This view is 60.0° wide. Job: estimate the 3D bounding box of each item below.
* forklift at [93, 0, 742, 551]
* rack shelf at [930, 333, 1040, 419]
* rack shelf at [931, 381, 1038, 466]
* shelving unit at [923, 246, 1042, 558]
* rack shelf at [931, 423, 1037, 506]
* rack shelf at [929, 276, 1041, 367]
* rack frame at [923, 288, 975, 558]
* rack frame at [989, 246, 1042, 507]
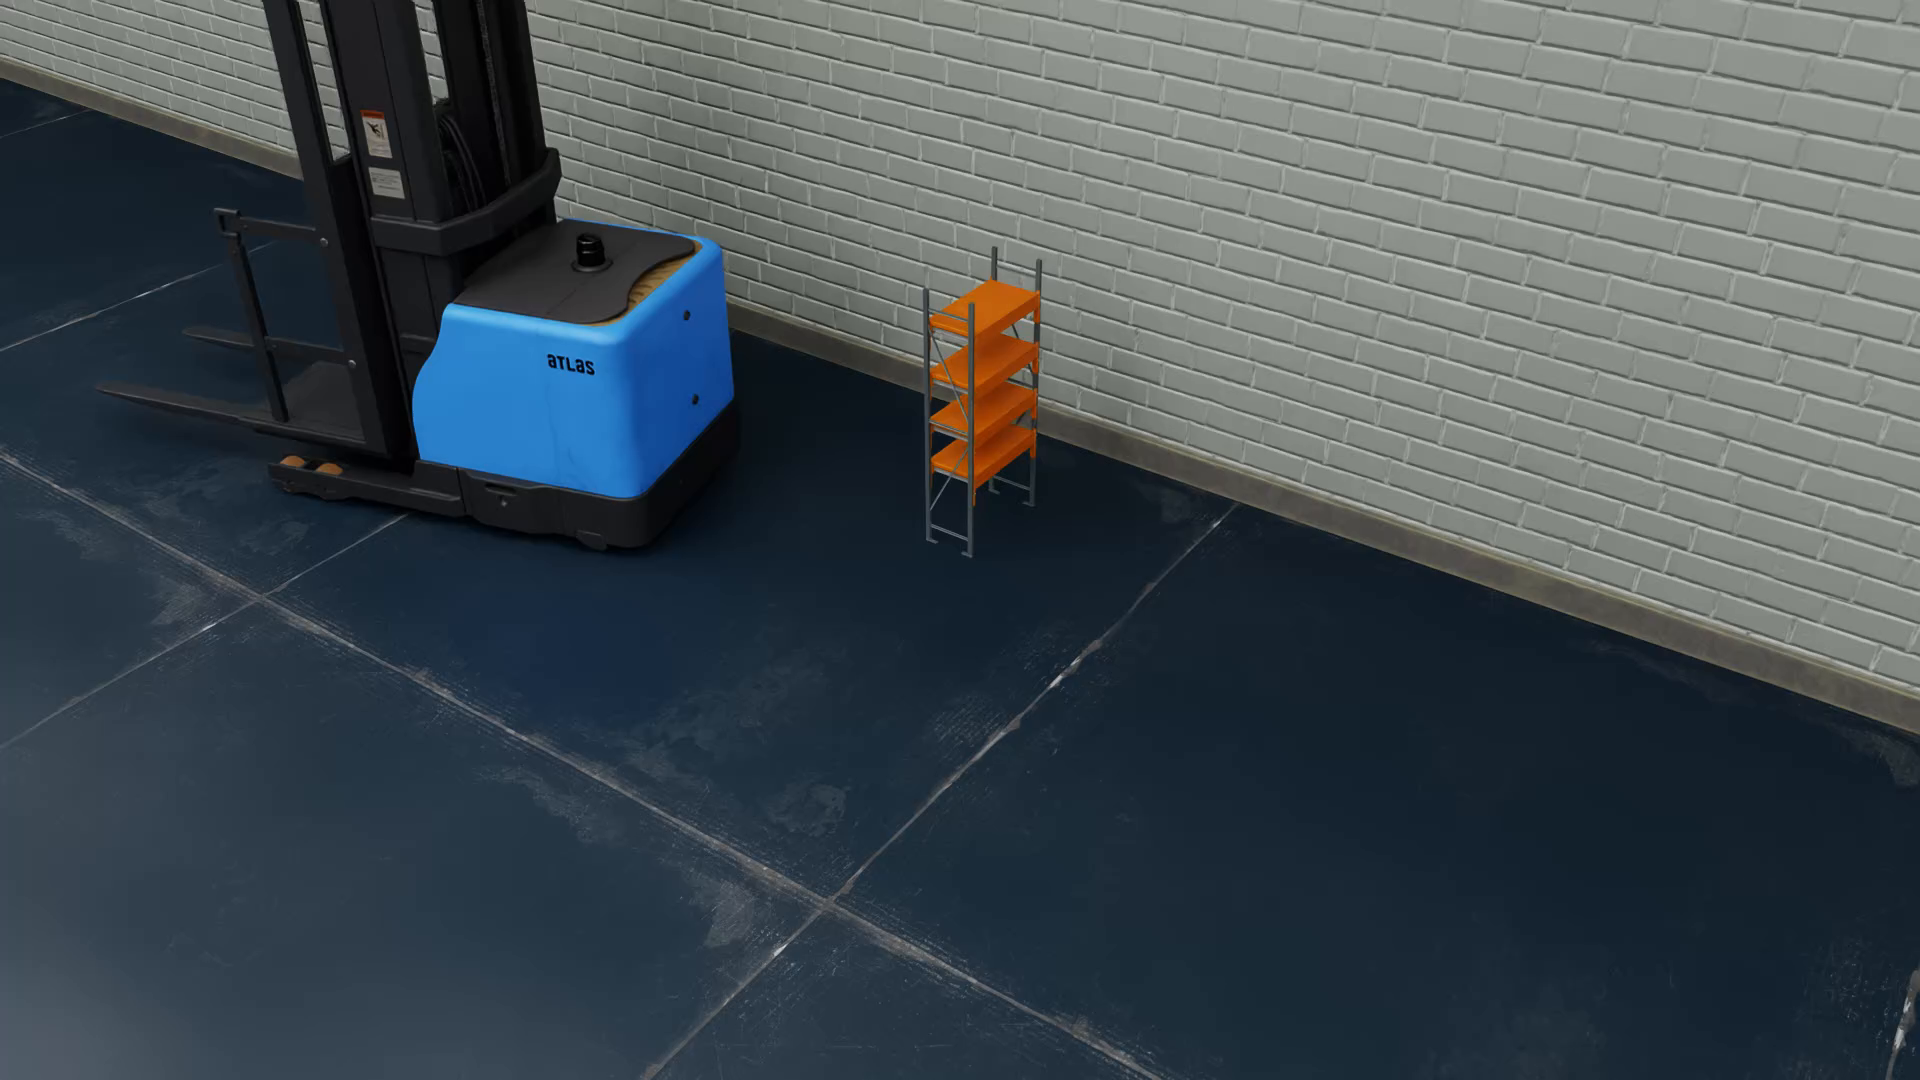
[{"bbox_3d":[-2.601,-1.659,7.087,3.031,2.935,1.130,11,36,16],"label":"forklift"},{"bbox_3d":[0.094,-0.703,6.939,0.258,0.148,0.480,21,39,28],"label":"rack shelf"},{"bbox_3d":[0.094,-0.517,7.064,0.258,0.148,0.480,21,39,28],"label":"rack shelf"},{"bbox_3d":[0.094,-0.573,7.027,0.258,1.200,0.503,21,39,28],"label":"shelving unit"},{"bbox_3d":[0.094,-0.353,7.175,0.258,0.148,0.480,21,39,28],"label":"rack shelf"},{"bbox_3d":[0.094,-0.899,6.806,0.258,0.148,0.480,21,39,28],"label":"rack shelf"},{"bbox_3d":[-0.045,-0.461,6.860,0.240,1.200,0.015,21,39,28],"label":"rack frame"},{"bbox_3d":[0.234,-0.685,7.193,0.240,1.200,0.015,21,39,28],"label":"rack frame"}]
